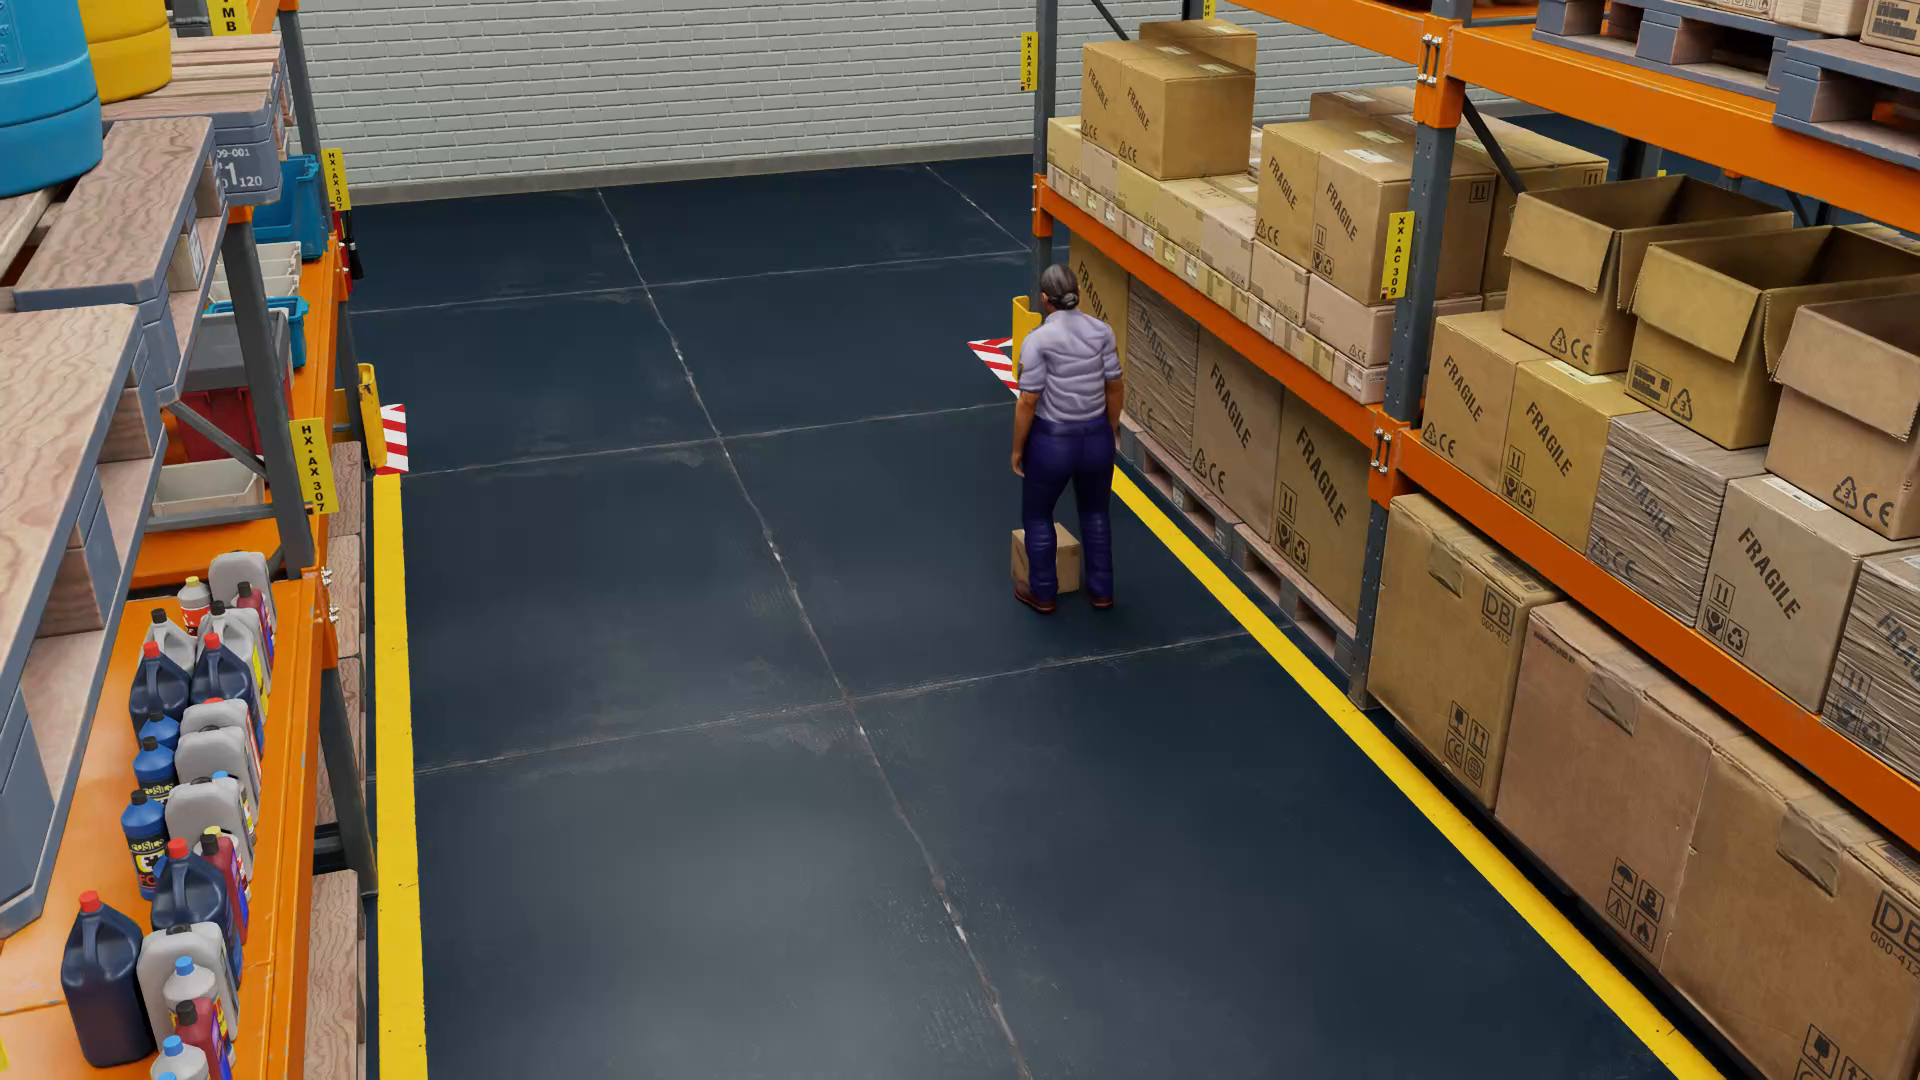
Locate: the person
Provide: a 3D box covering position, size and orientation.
[{"bbox_3d":[0.479,-0.440,7.507,0.559,1.650,0.426,-10,28,-19],"label":"person"}]
